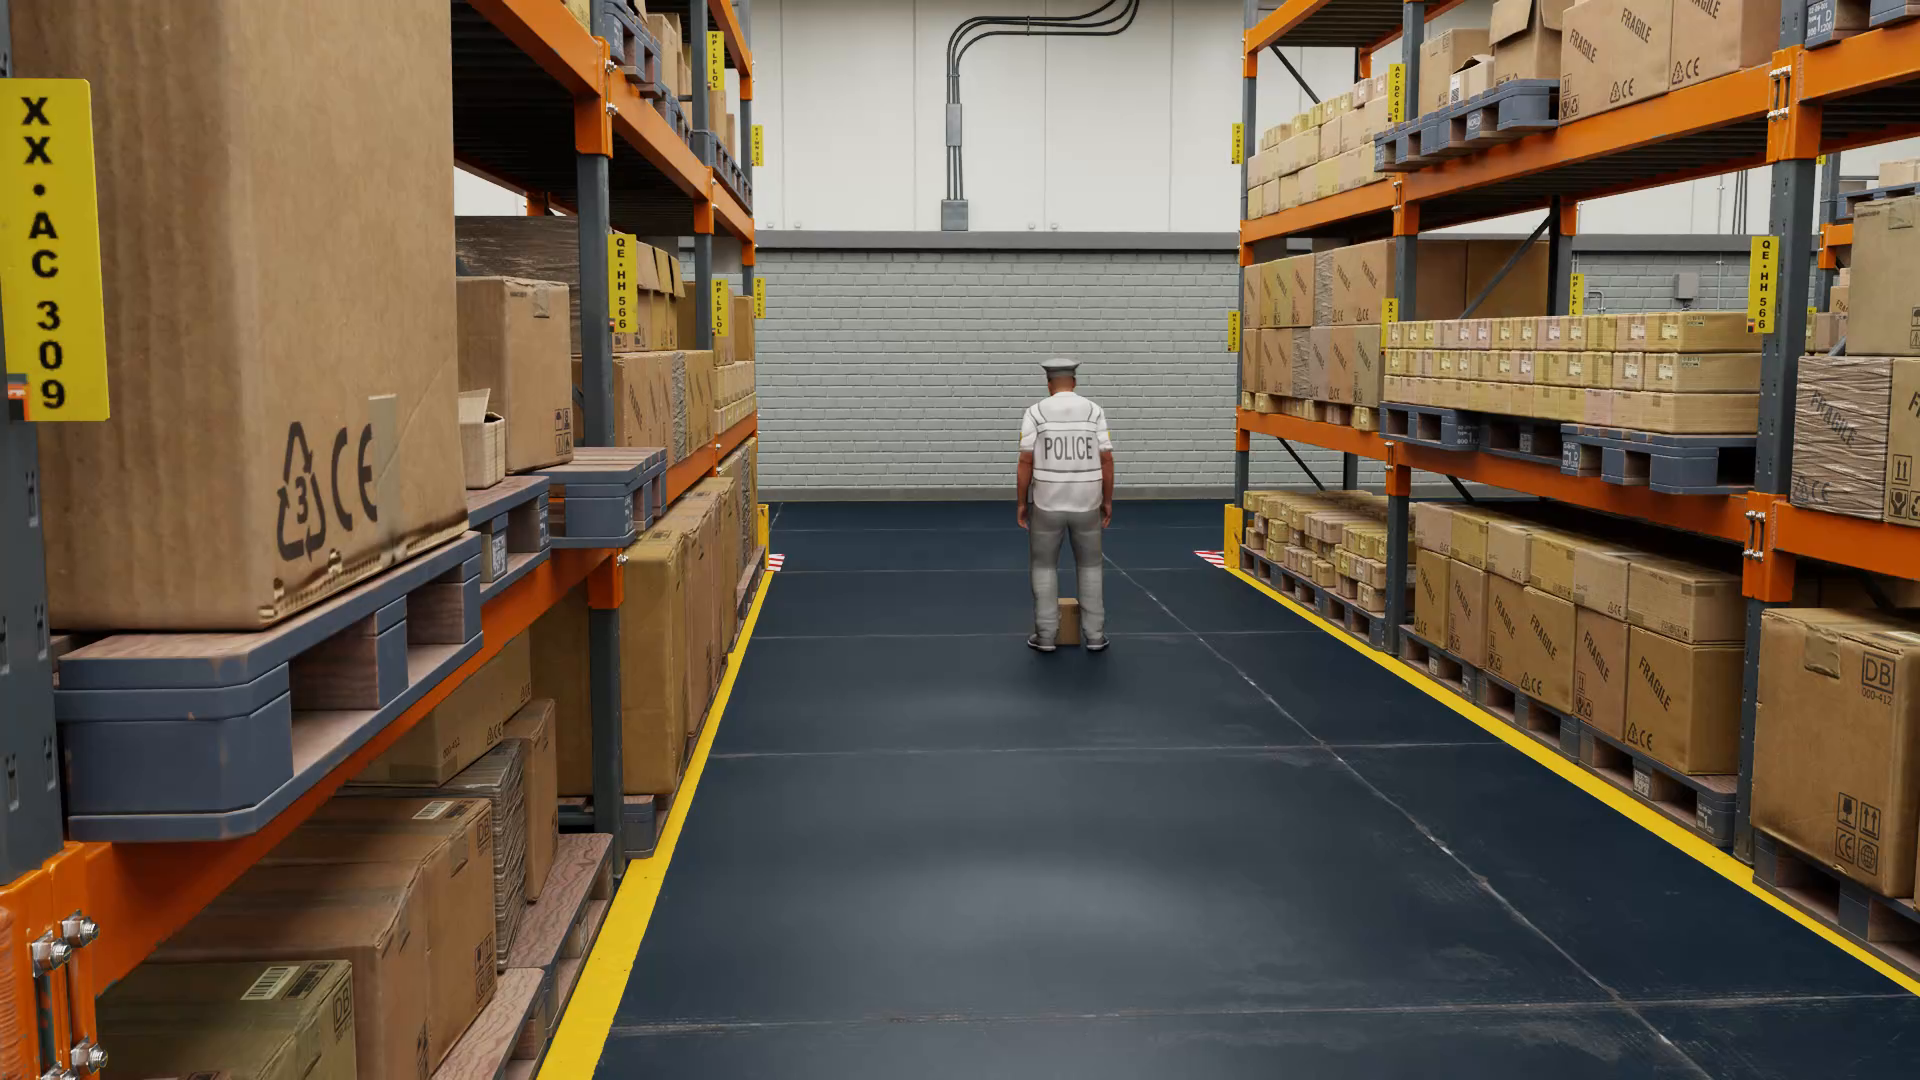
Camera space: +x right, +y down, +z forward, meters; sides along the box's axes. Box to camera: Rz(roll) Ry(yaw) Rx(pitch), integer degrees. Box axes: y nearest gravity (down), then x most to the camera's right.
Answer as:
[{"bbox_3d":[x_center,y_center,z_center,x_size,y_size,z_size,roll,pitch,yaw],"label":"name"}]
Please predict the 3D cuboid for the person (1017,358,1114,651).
[{"bbox_3d":[0.631,-0.209,9.959,0.585,1.748,0.432,0,7,-4],"label":"person"}]
